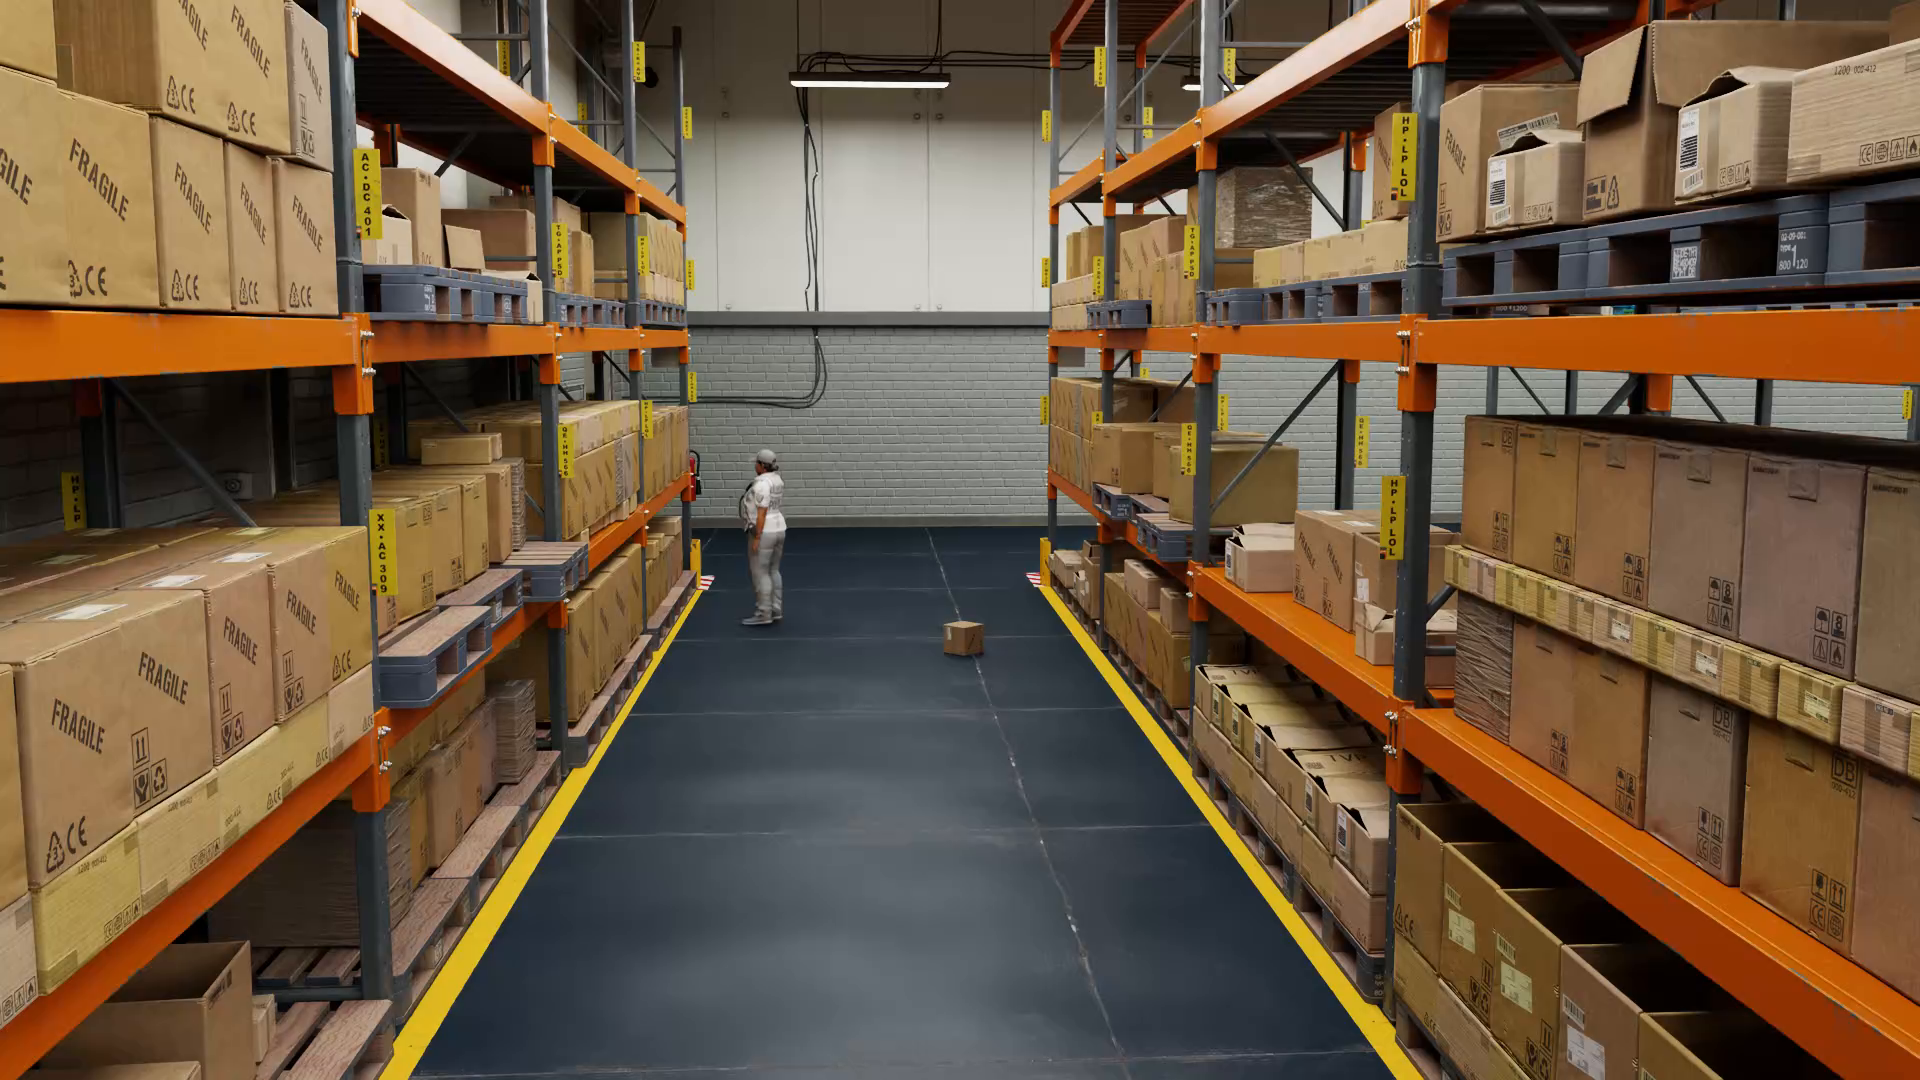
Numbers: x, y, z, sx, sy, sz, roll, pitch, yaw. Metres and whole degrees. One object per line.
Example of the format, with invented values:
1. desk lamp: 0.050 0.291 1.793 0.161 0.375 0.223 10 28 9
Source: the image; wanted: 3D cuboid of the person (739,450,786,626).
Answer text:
1. person: -1.874 -0.031 15.943 0.383 1.673 0.474 2 7 15
